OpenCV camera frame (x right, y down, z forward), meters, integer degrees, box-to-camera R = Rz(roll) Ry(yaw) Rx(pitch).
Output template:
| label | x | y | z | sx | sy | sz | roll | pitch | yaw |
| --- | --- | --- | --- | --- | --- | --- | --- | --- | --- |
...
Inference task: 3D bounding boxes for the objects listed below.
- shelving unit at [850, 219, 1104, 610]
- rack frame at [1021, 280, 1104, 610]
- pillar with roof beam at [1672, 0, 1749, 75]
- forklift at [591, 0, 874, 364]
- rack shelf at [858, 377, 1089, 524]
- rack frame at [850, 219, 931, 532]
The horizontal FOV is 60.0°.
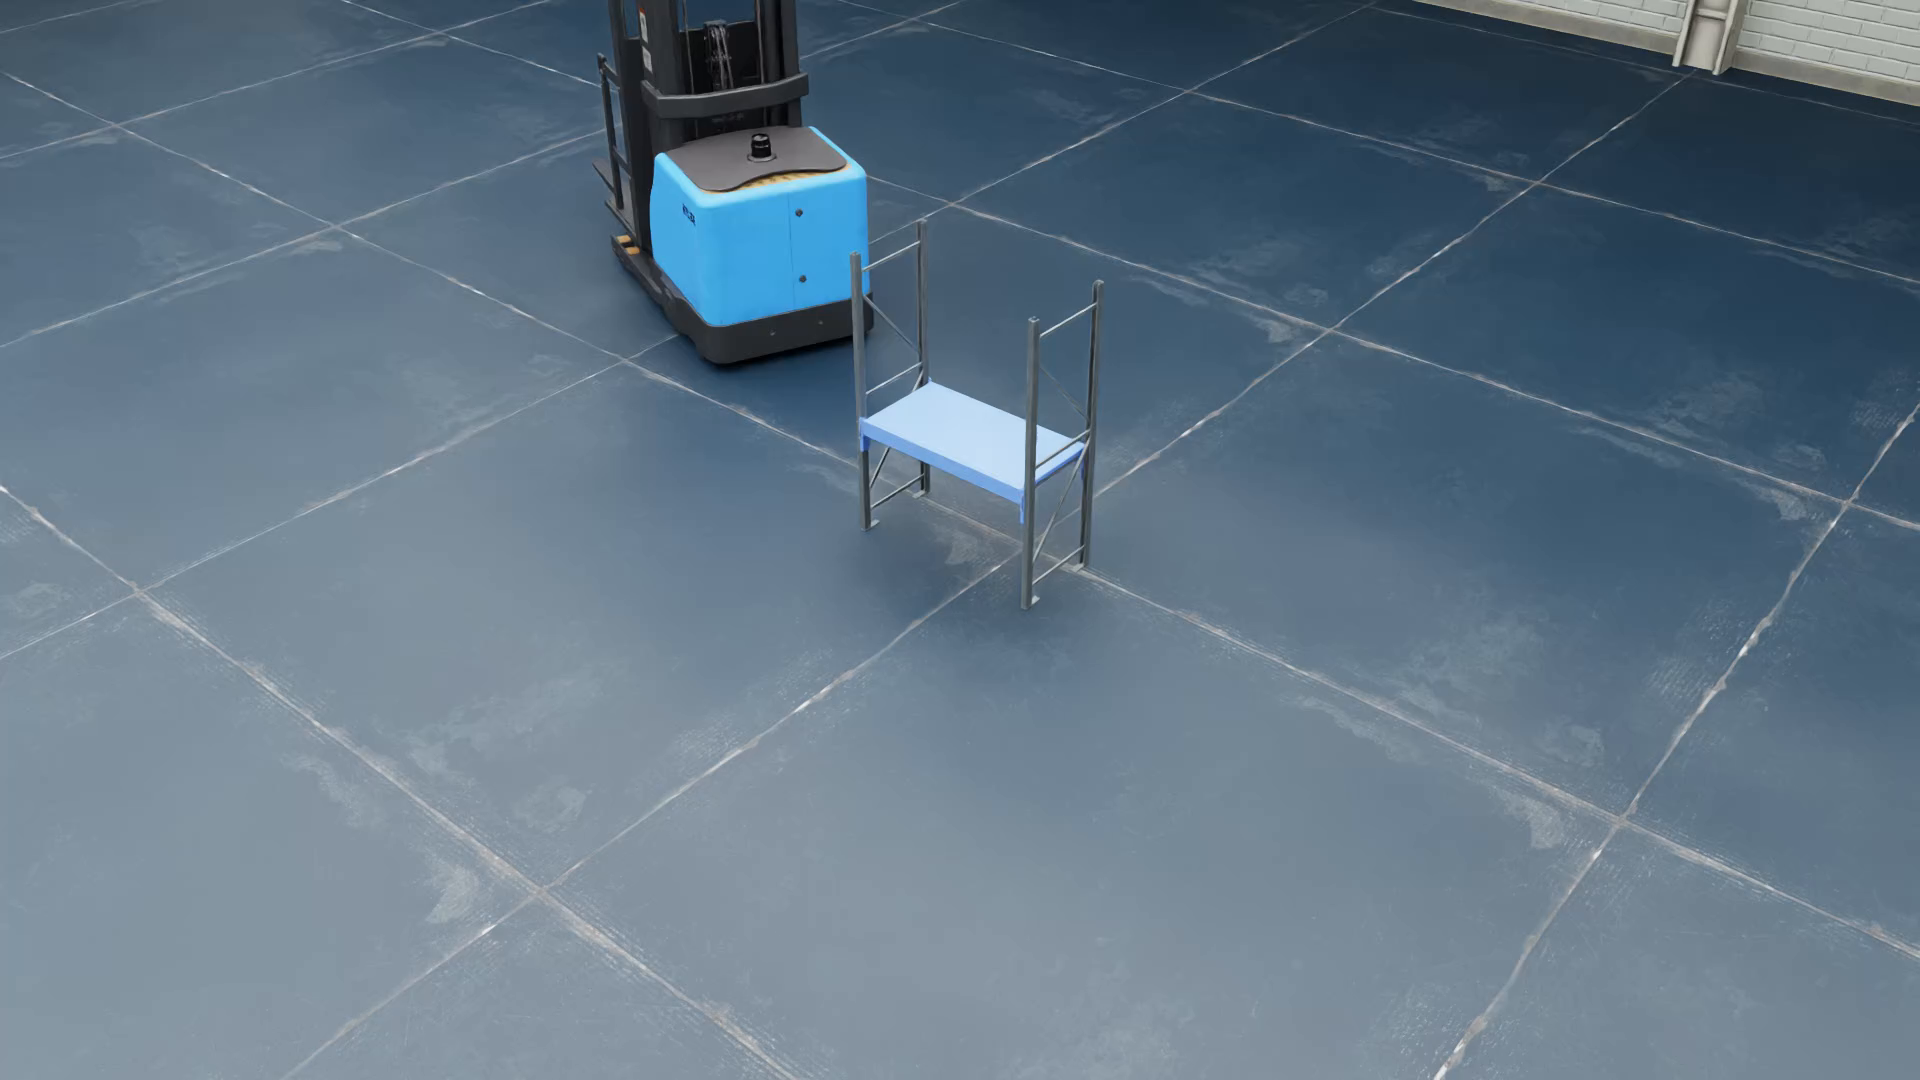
| label | x | y | z | sx | sy | sz | roll | pitch | yaw |
| --- | --- | --- | --- | --- | --- | --- | --- | --- | --- |
| shelving unit | 0.066 | -0.587 | 7.780 | 1.048 | 1.500 | 0.538 | 25 | 42 | 32 |
| rack frame | 0.456 | -0.403 | 7.512 | 0.032 | 1.500 | 0.500 | 25 | 42 | 32 |
| pillar with roof beam | 3.538 | -5.862 | 8.836 | 0.400 | 9.000 | 9.100 | 25 | 42 | 32 |
| forklift | -1.631 | -3.044 | 10.094 | 1.130 | 2.935 | 3.031 | -16 | 38 | -22 |
| rack shelf | 0.066 | -0.439 | 7.882 | 1.000 | 0.185 | 0.538 | 25 | 42 | 32 |
| rack frame | -0.325 | -0.771 | 8.049 | 0.032 | 1.500 | 0.500 | 25 | 42 | 32 |
